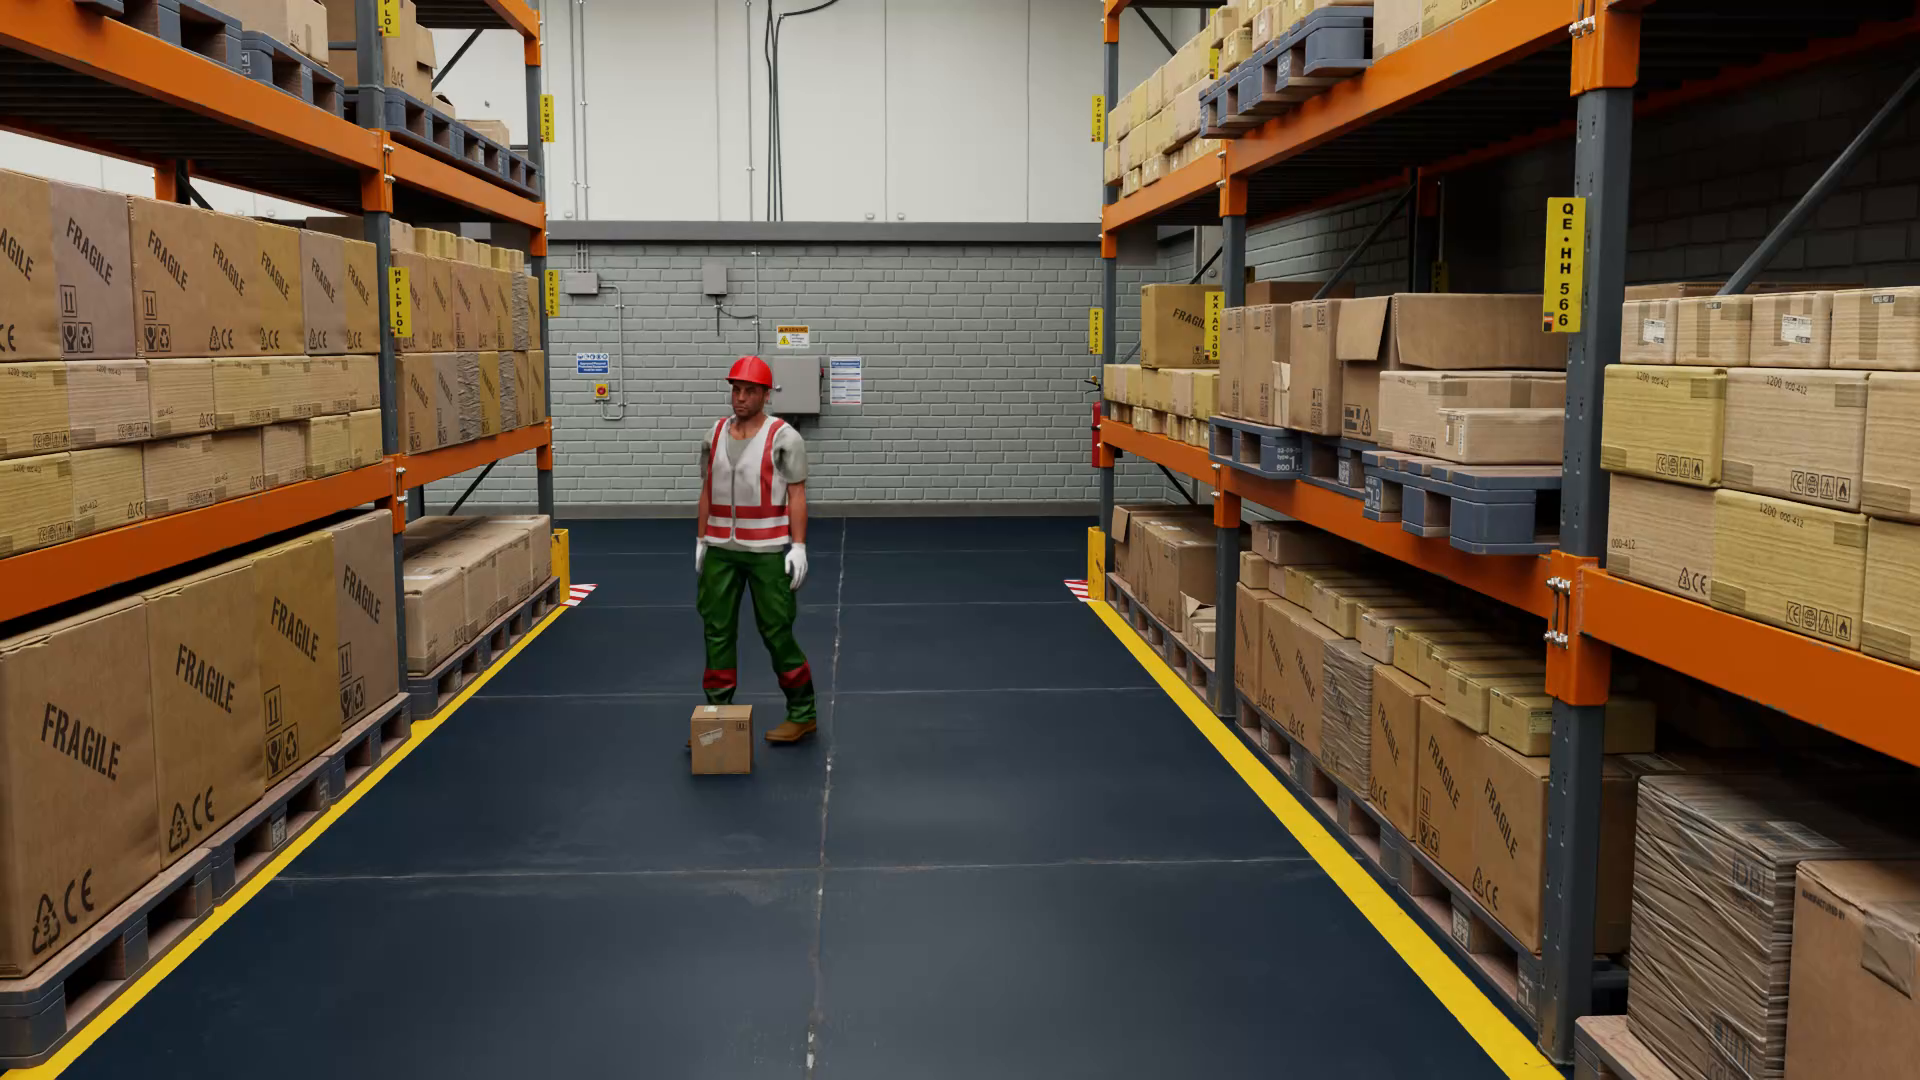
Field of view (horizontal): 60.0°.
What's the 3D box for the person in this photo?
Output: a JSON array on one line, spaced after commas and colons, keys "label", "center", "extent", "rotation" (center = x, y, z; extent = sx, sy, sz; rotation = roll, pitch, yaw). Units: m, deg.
[{"label": "person", "center": [-0.988, 0.060, 7.590], "extent": [0.566, 1.793, 0.555], "rotation": [2, 7, 19]}]
